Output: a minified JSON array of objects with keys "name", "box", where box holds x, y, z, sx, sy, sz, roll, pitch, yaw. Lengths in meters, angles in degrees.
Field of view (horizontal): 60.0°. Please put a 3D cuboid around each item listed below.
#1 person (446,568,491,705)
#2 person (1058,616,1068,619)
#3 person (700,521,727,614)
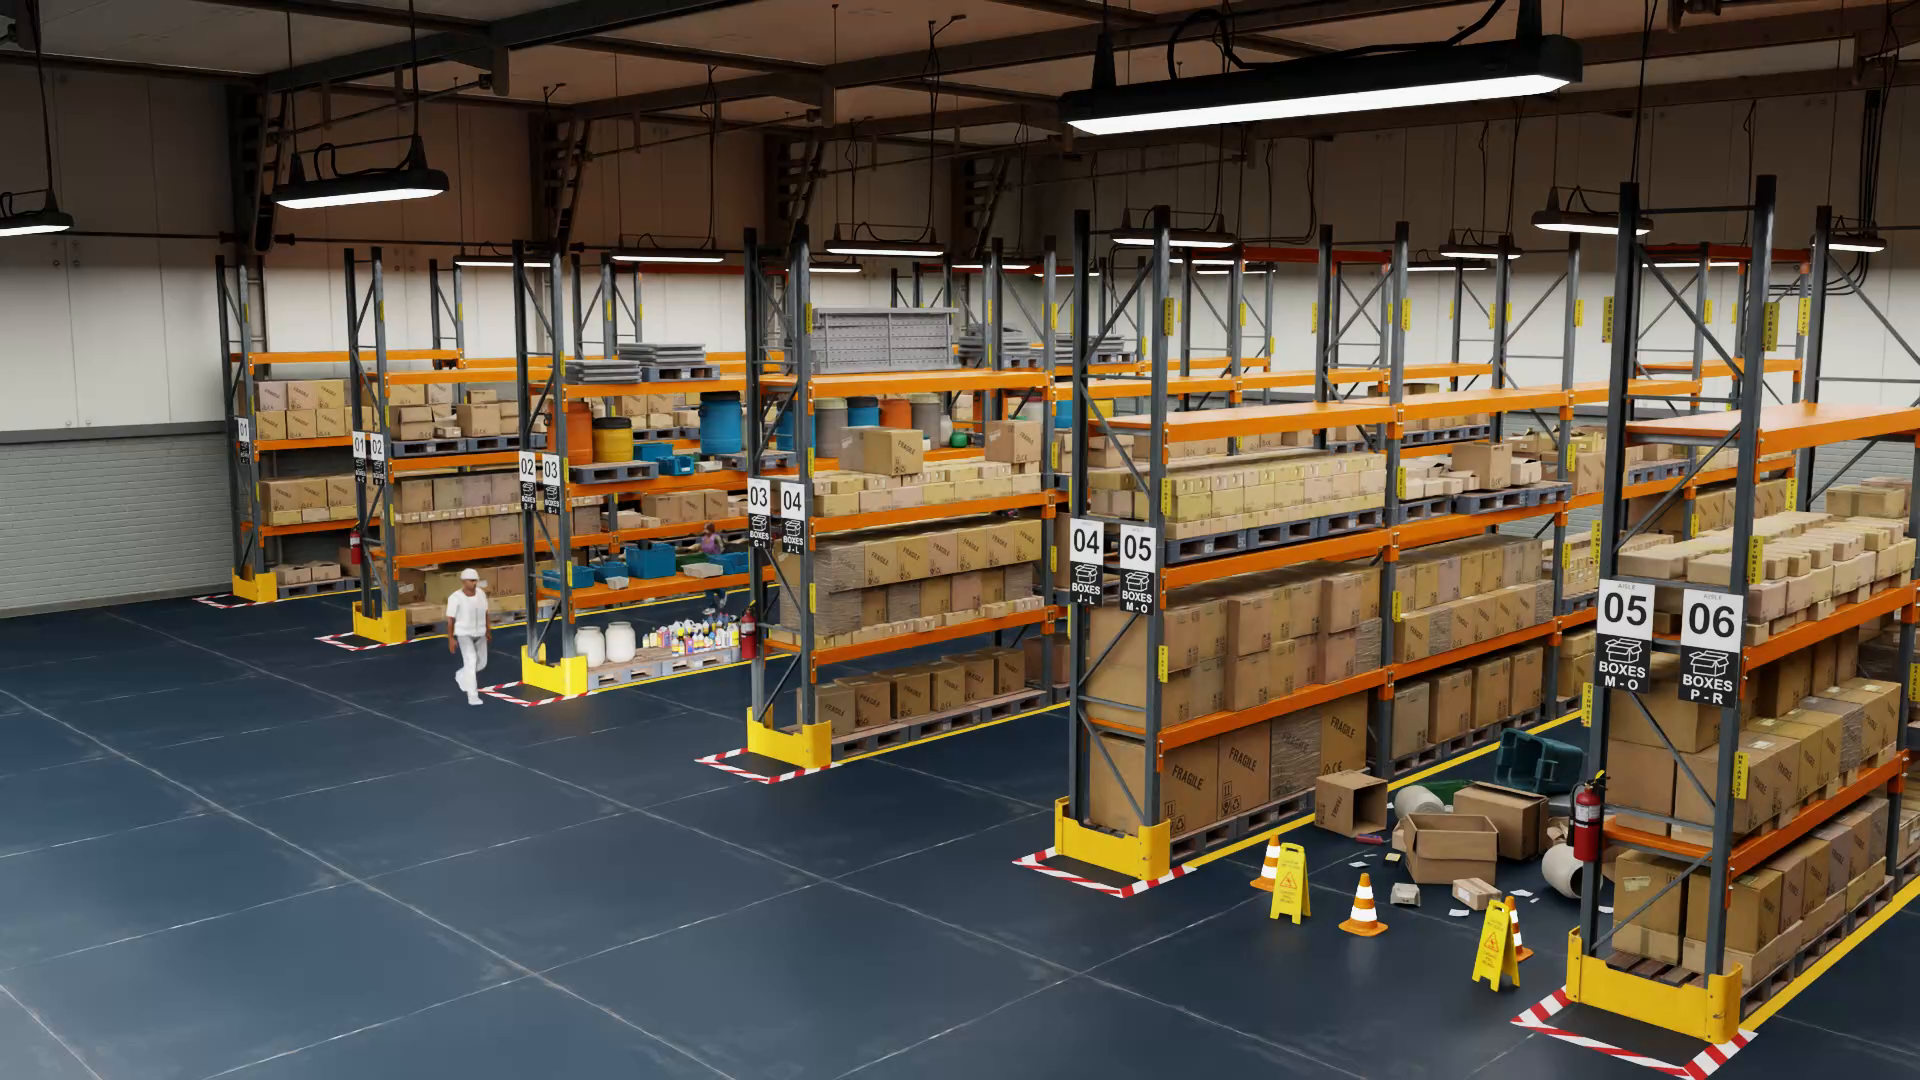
[{"name":"person","box":[-6.405,1.233,21.705,0.887,1.745,0.595,7,10,39]},{"name":"person","box":[1.445,0.532,26.902,0.508,1.610,1.030,6,10,35]},{"name":"person","box":[-4.107,0.455,27.891,0.503,1.581,0.487,6,10,37]}]
